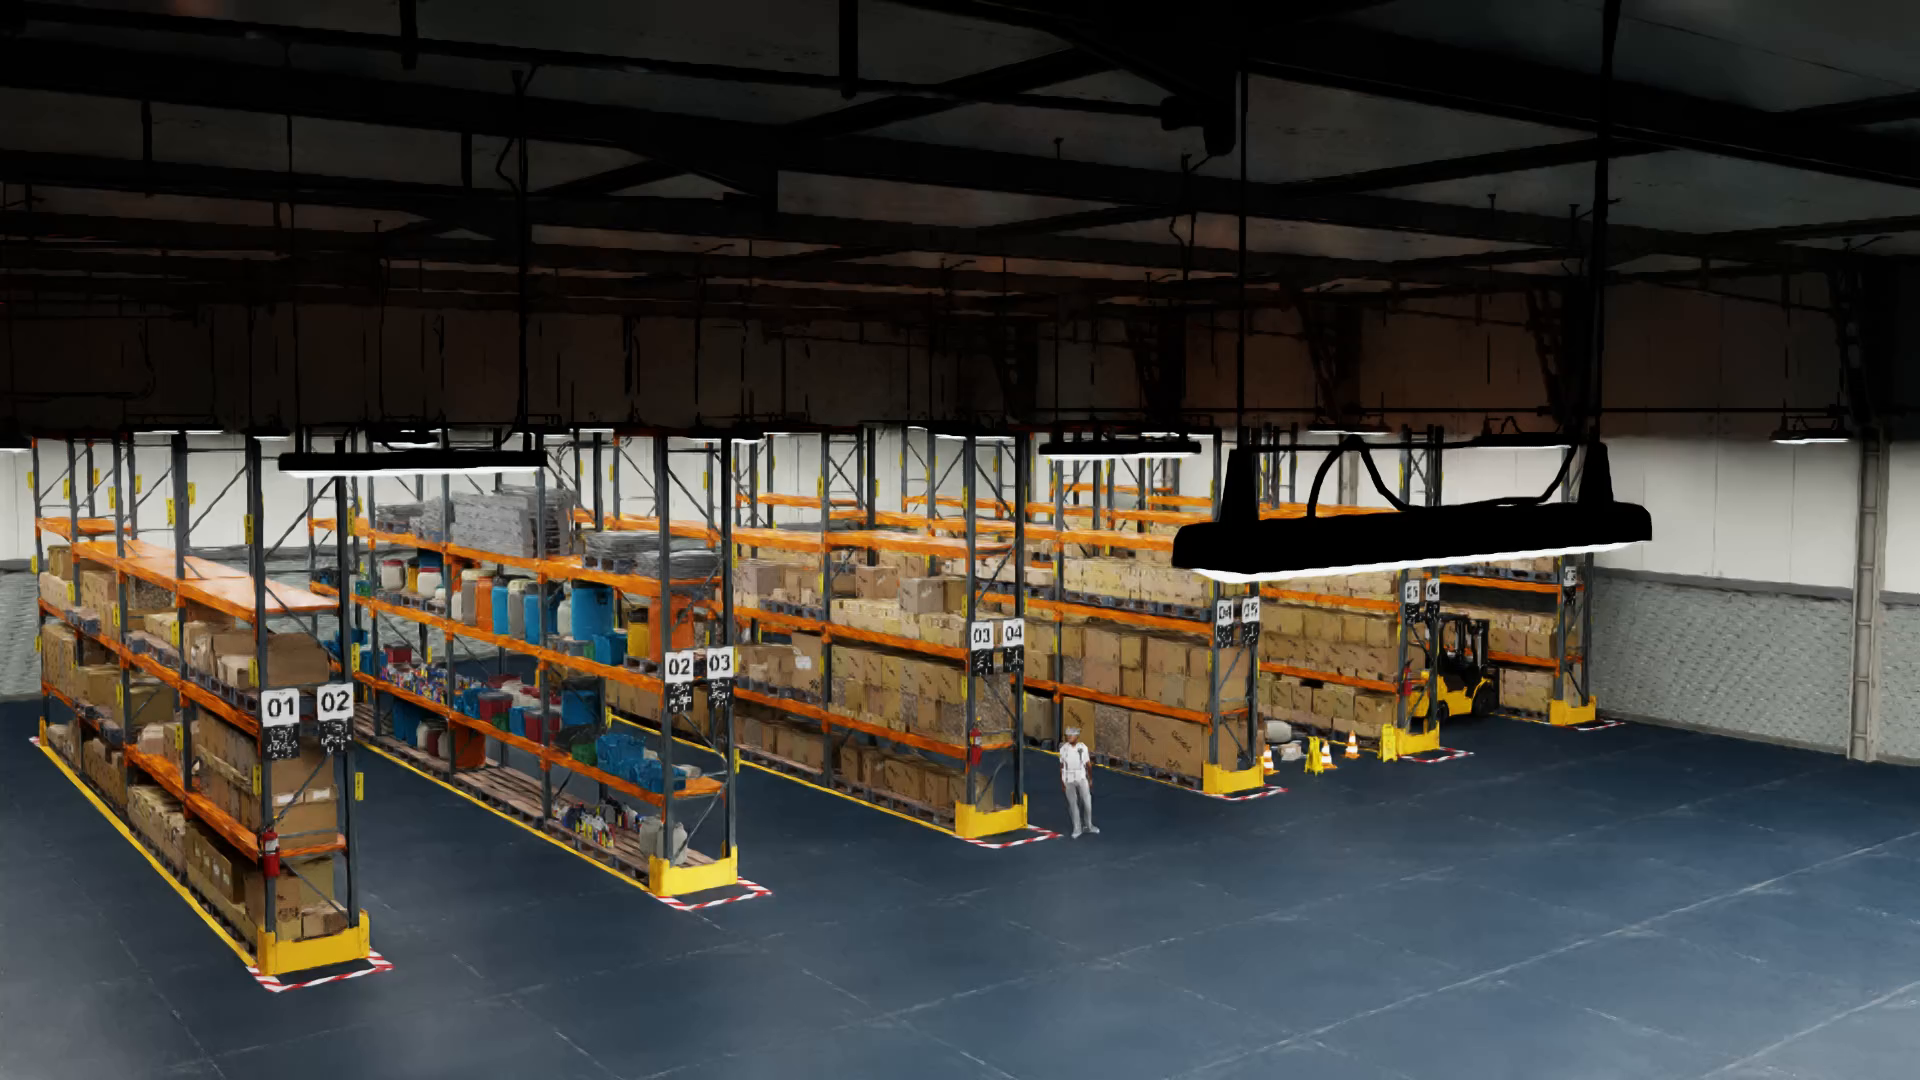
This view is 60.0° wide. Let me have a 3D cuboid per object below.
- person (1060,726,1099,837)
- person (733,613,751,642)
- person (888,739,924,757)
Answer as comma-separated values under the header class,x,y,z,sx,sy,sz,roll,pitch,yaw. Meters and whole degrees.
class,x,y,z,sx,sy,sz,roll,pitch,yaw
person,1.770,3.569,24.633,0.593,1.656,0.457,1,5,7
person,-5.454,2.126,42.286,0.652,1.750,0.499,2,5,20
person,-0.995,3.122,30.151,0.700,1.692,0.673,4,6,45
